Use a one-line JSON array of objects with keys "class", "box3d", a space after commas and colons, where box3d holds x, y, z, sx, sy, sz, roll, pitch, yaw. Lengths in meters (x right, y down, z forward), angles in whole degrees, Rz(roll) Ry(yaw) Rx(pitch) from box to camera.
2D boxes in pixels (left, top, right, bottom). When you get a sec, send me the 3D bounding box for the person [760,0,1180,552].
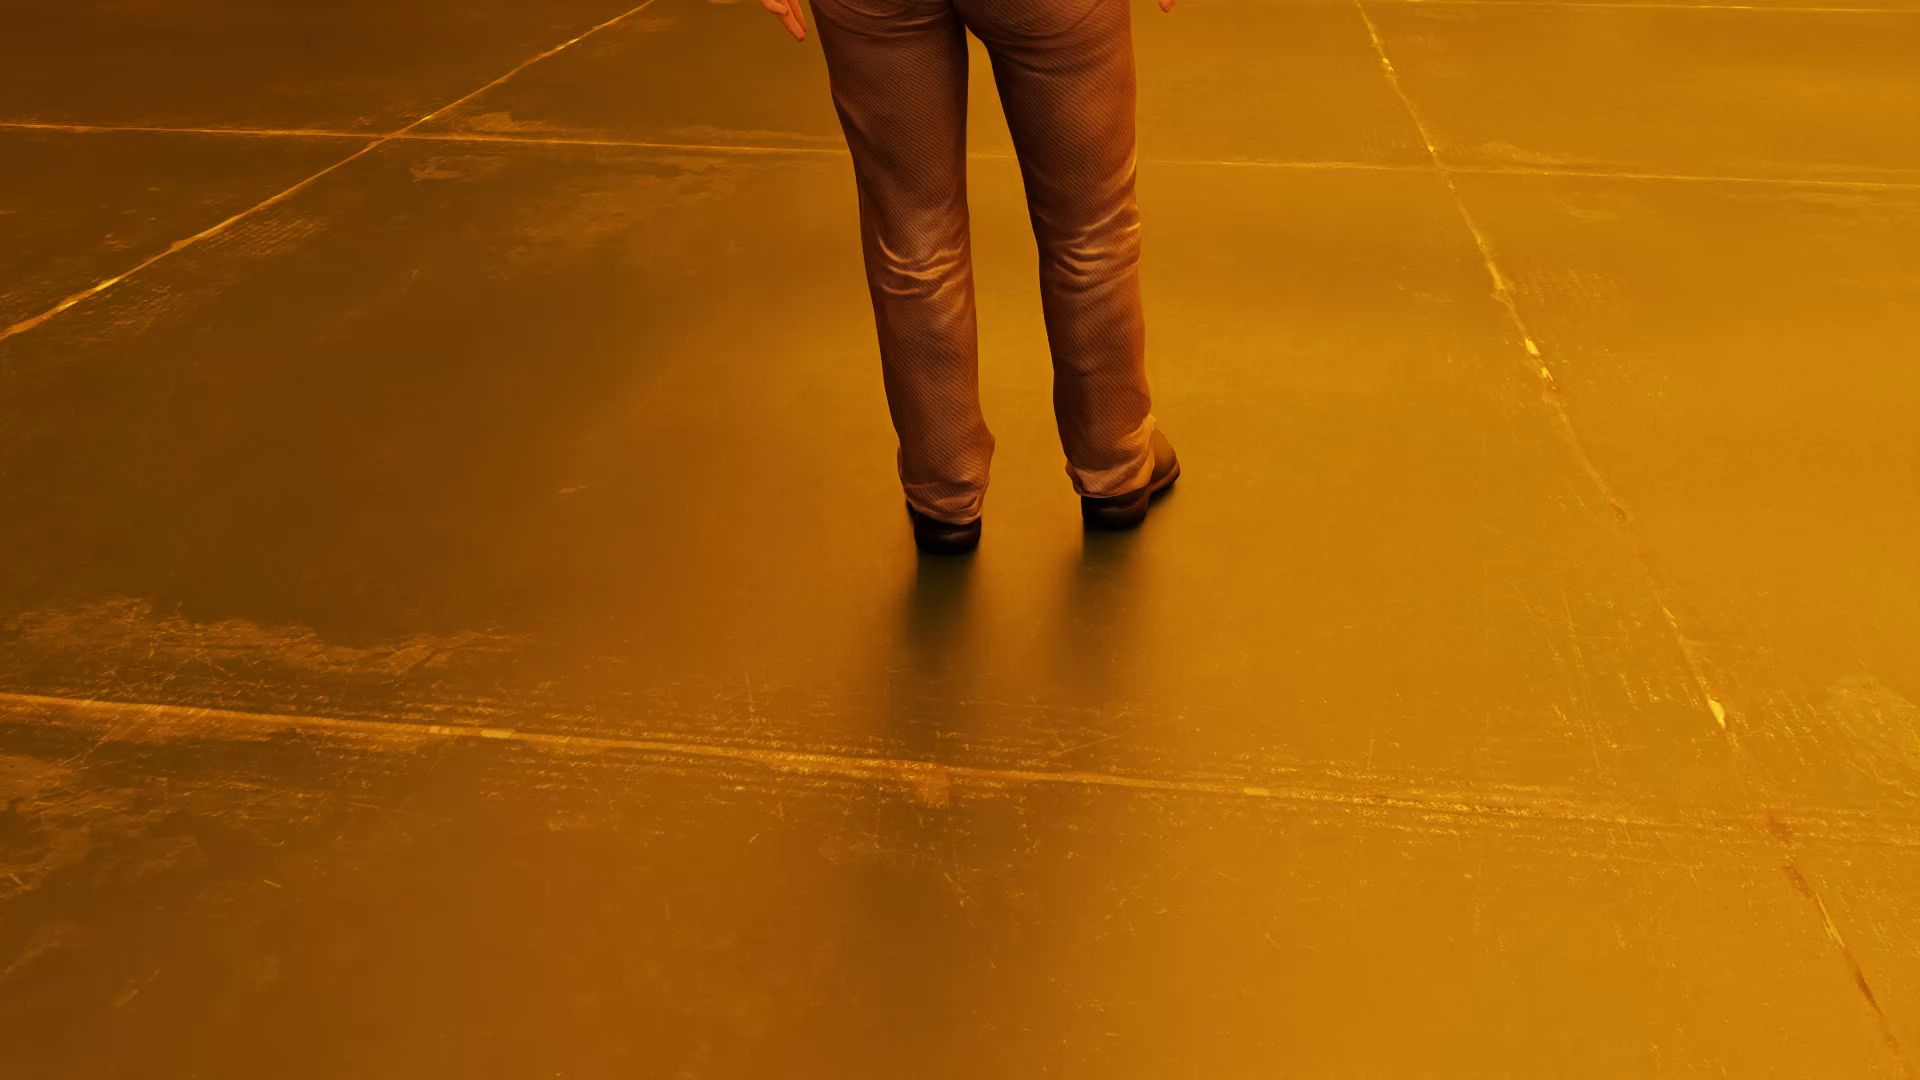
[{"class": "person", "box3d": [0.017, -0.803, 2.166, 0.632, 1.720, 0.568, 3, 27, 7]}]
